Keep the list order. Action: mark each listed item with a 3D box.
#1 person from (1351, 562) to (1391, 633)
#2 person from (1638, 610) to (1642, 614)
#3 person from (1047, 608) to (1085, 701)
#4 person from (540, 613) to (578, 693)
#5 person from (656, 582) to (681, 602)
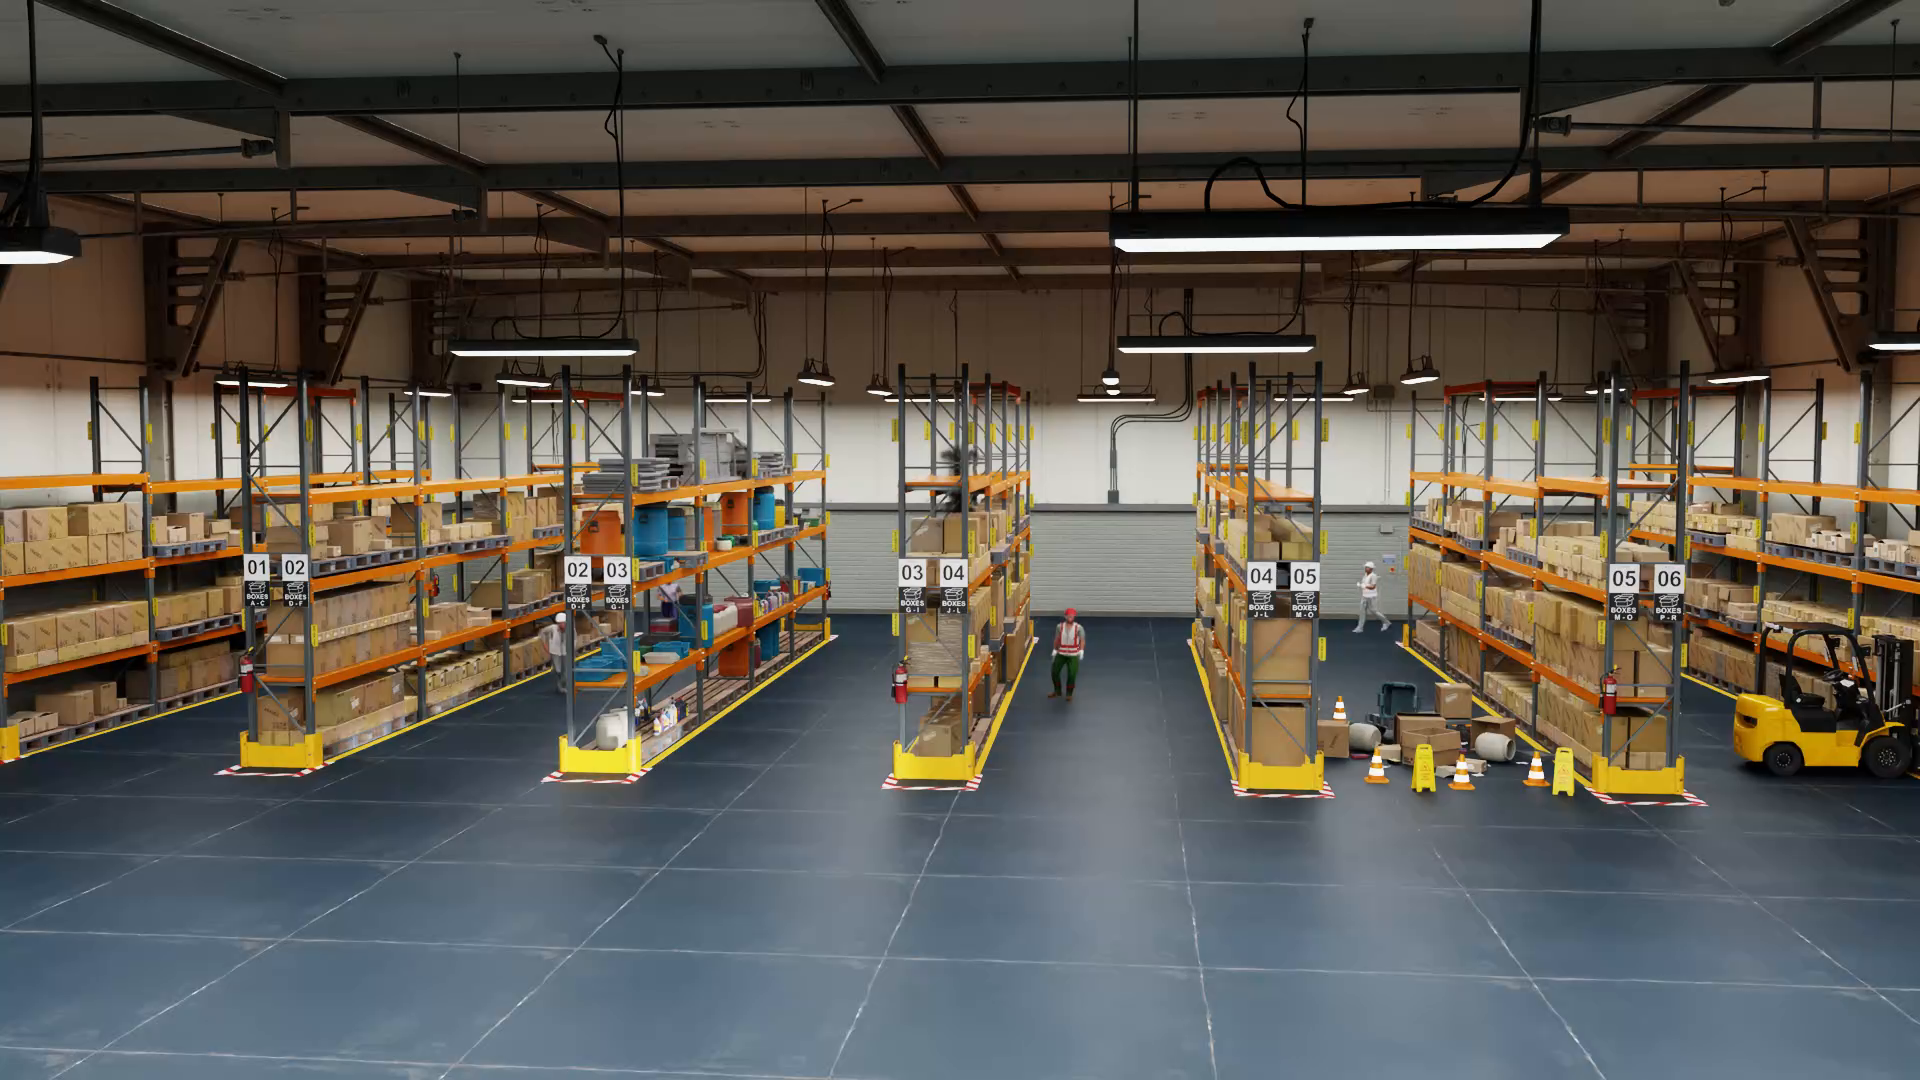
[{"bbox_3d":[10.224,1.423,41.376,1.000,1.768,0.691,-1,4,-10],"label":"person"},{"bbox_3d":[13.215,1.954,32.733,0.669,1.677,0.949,-1,4,-12],"label":"person"},{"bbox_3d":[1.976,2.134,31.028,0.767,1.747,0.450,1,4,15],"label":"person"},{"bbox_3d":[-7.662,2.168,31.788,0.690,1.598,0.811,-1,4,-15],"label":"person"},{"bbox_3d":[-6.949,1.241,39.647,0.572,0.518,0.421,-1,4,-8],"label":"person"}]
